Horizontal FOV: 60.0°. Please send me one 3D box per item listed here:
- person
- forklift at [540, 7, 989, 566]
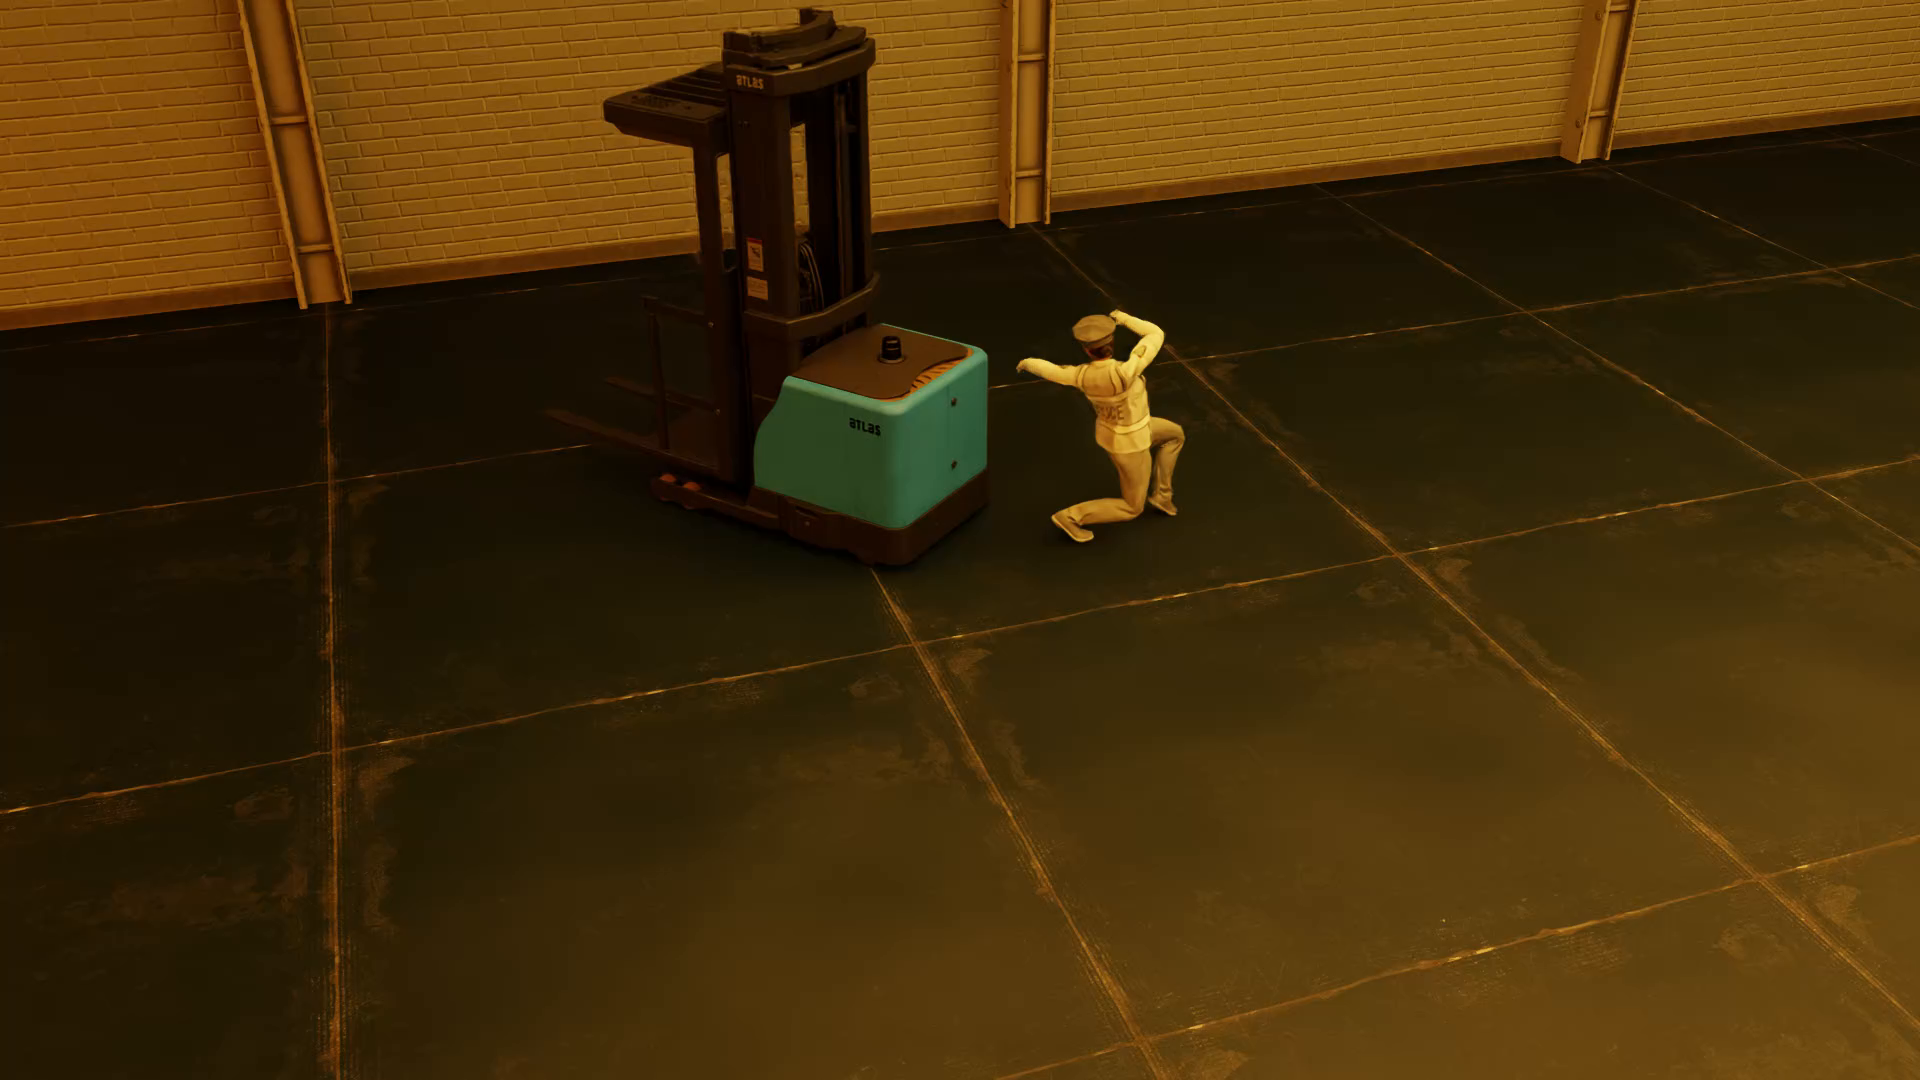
[{"bbox_3d":[0.865,-0.771,9.988,0.882,1.392,0.943,-14,33,-23],"label":"person"},{"bbox_3d":[-1.338,-1.664,9.980,3.031,2.935,1.130,18,34,28],"label":"forklift"}]
